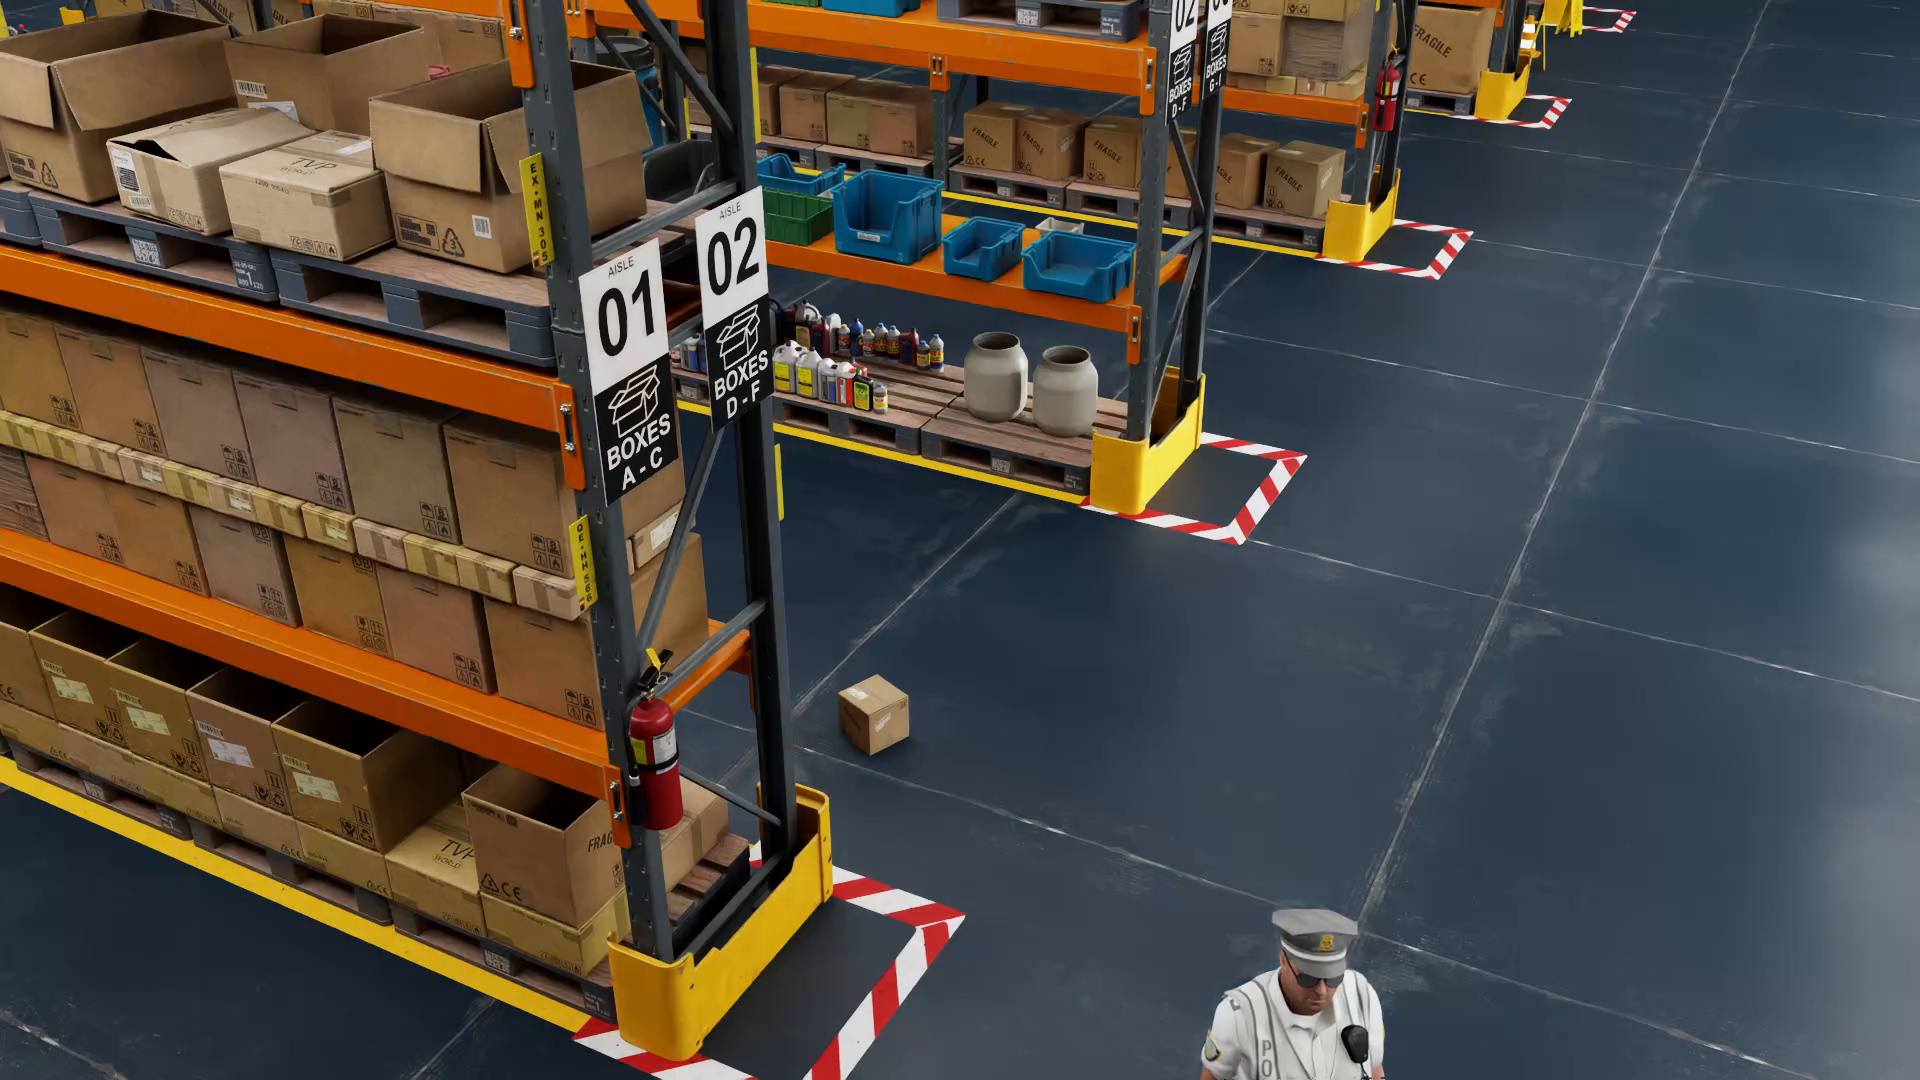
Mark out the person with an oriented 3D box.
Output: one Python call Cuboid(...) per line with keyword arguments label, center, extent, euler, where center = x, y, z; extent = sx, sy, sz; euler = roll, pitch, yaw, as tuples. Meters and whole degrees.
Cuboid(label="person", center=(1.021, 1.890, 5.022), extent=(0.533, 1.855, 0.607), euler=(-9, 31, -15))
